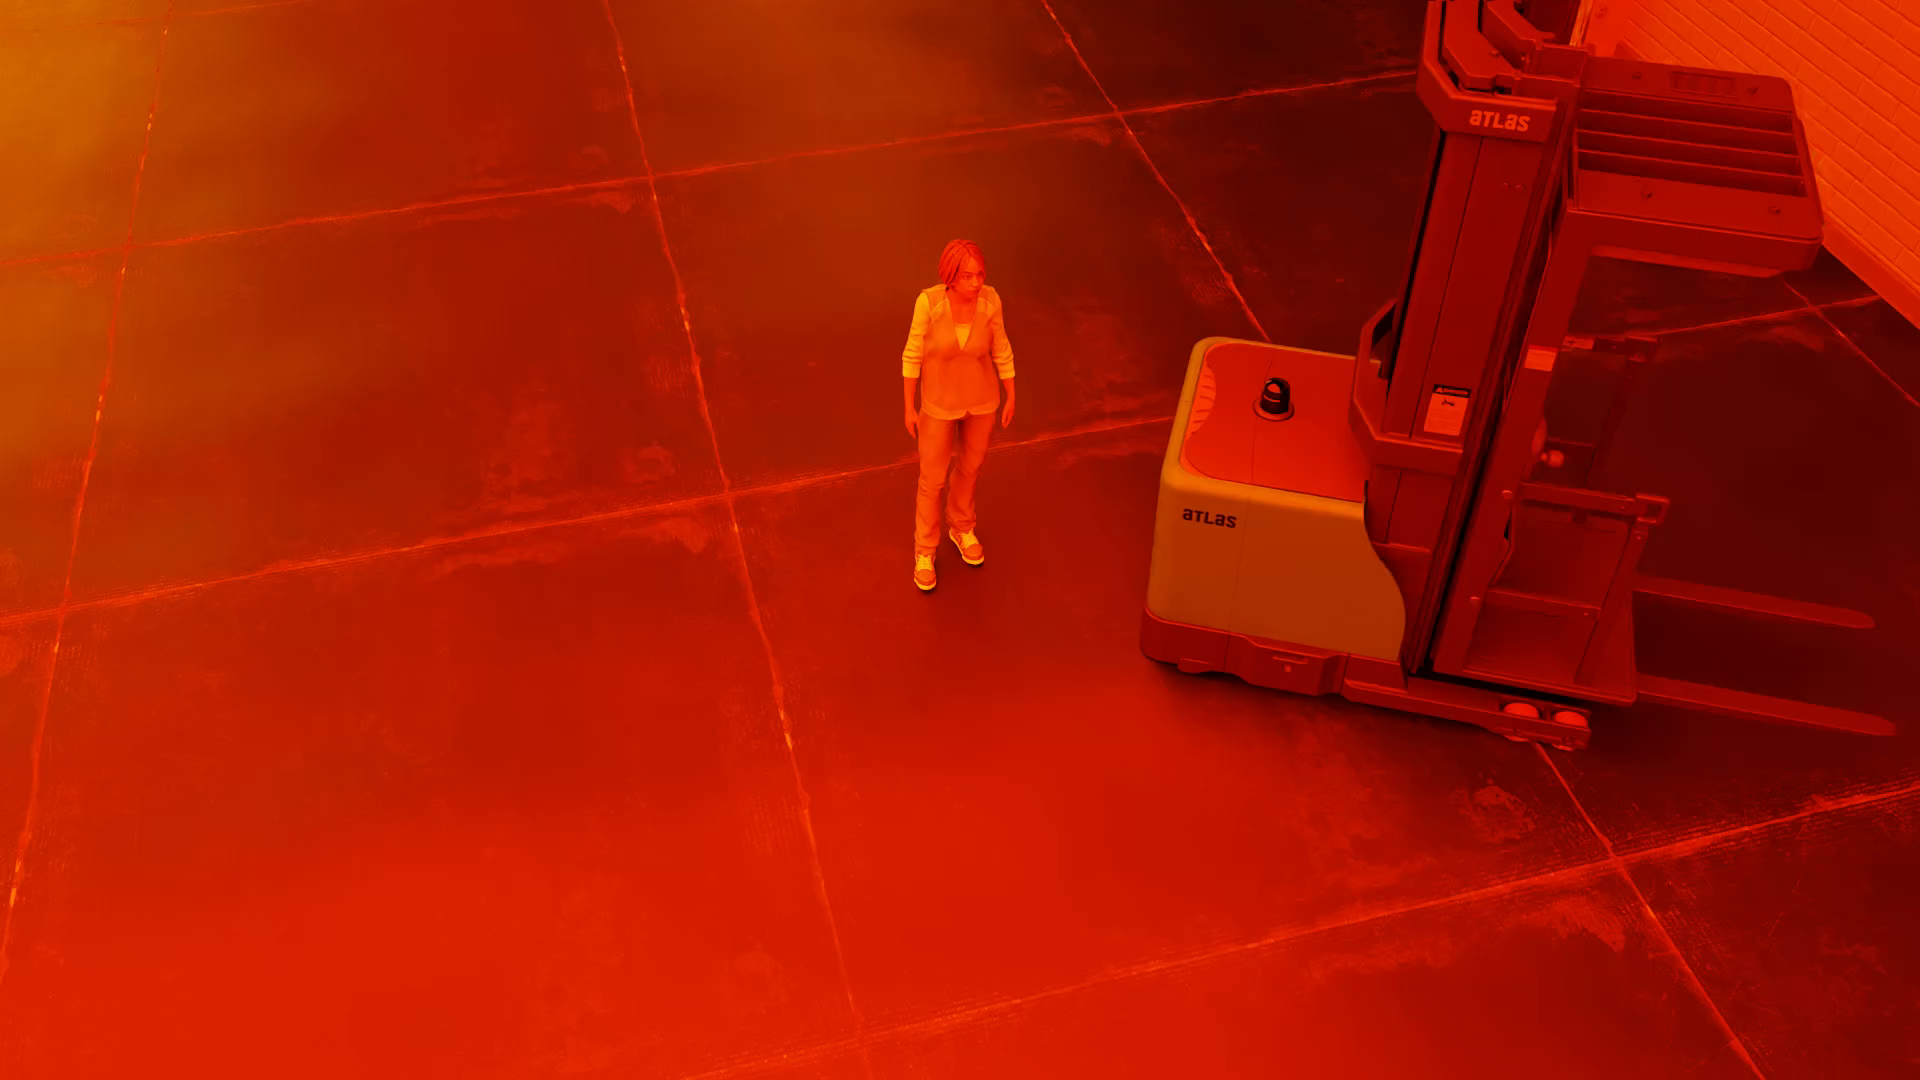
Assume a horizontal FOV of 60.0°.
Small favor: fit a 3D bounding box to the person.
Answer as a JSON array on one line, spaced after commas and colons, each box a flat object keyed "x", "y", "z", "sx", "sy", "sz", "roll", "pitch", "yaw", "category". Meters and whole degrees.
[{"x": 0.005, "y": -0.529, "z": 7.176, "sx": 0.519, "sy": 1.583, "sz": 0.474, "roll": -10, "pitch": 44, "yaw": -11, "category": "person"}]

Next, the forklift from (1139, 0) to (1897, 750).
[{"x": 2.352, "y": -0.605, "z": 6.285, "sx": 3.031, "sy": 2.935, "sz": 1.130, "roll": 10, "pitch": 44, "yaw": 10, "category": "forklift"}]
